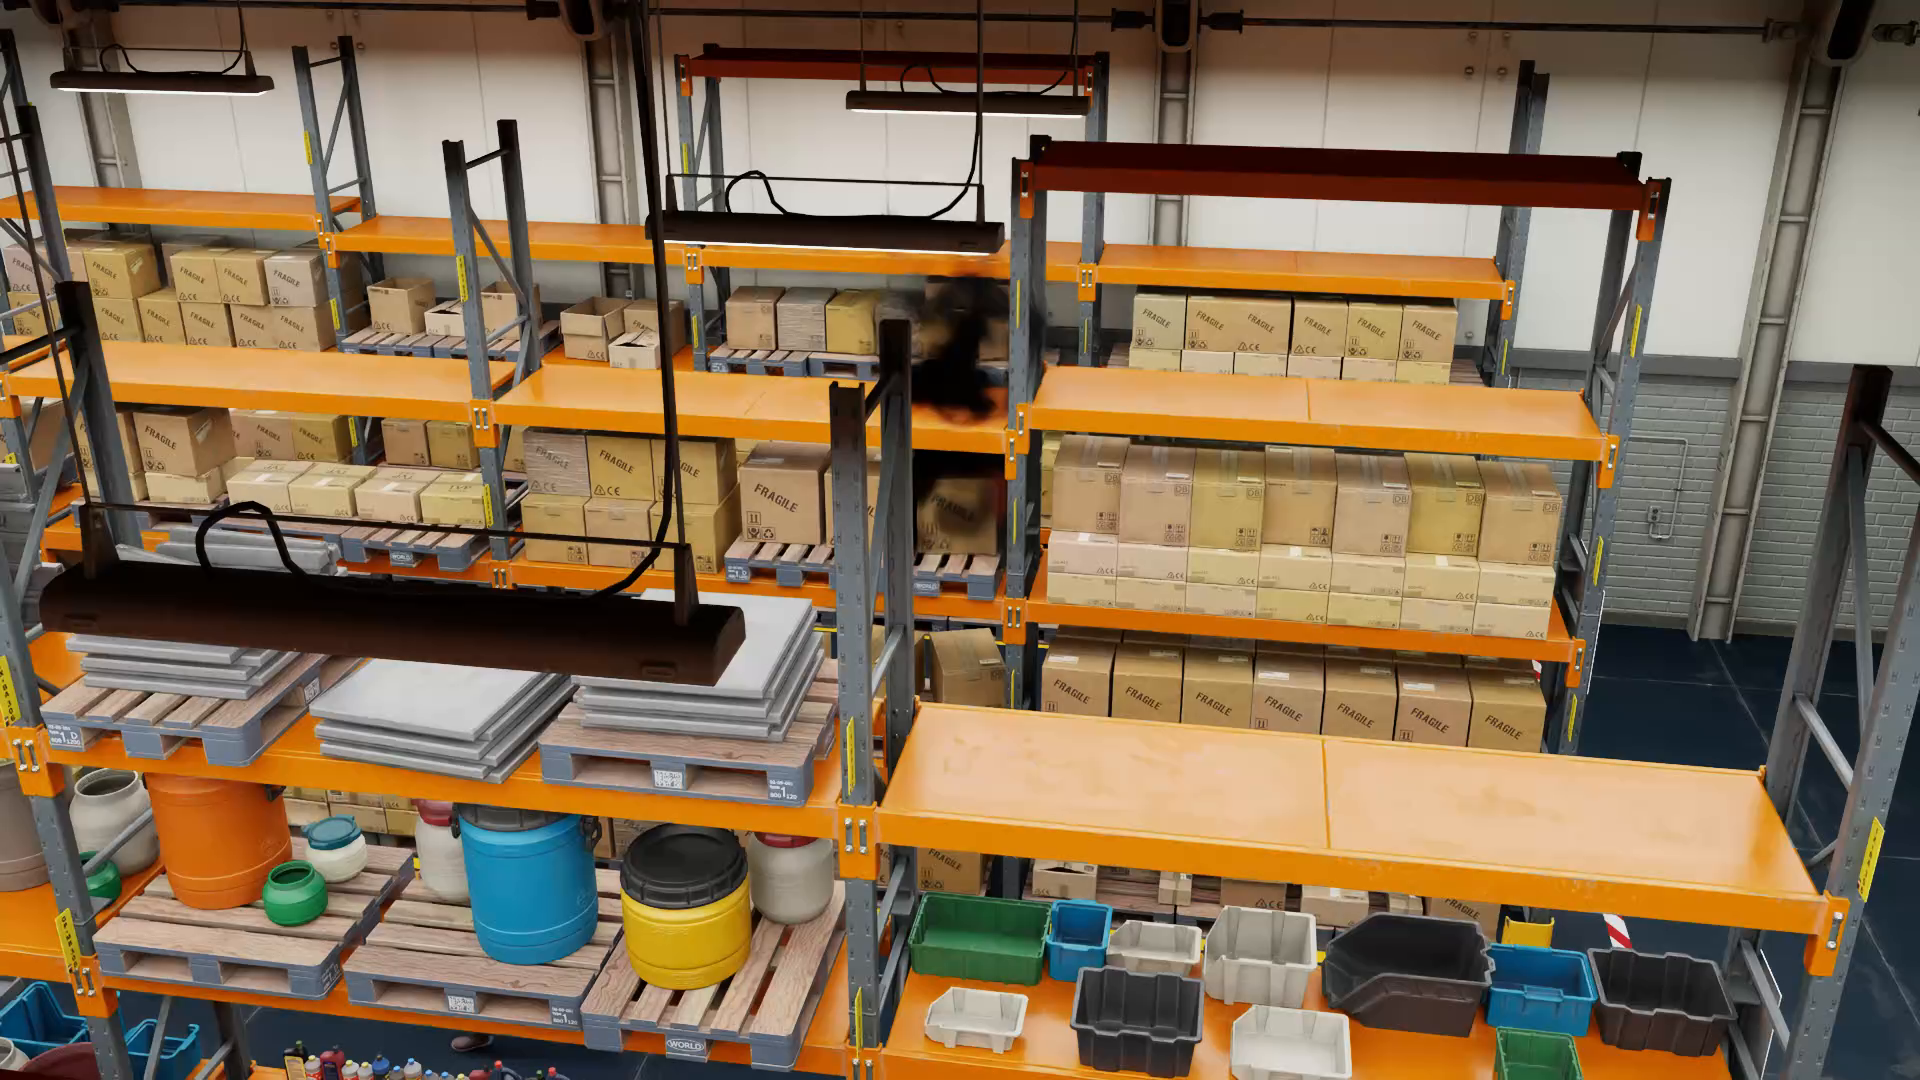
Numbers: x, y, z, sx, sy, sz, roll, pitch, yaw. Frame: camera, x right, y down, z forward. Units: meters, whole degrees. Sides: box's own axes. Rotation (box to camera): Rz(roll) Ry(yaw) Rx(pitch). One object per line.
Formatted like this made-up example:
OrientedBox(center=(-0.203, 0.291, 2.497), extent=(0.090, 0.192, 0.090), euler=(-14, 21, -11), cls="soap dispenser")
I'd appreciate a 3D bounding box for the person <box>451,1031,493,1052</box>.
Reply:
OrientedBox(center=(-3.203, 2.848, 11.568), extent=(0.851, 1.649, 0.579), euler=(-1, 23, -3), cls="person")
